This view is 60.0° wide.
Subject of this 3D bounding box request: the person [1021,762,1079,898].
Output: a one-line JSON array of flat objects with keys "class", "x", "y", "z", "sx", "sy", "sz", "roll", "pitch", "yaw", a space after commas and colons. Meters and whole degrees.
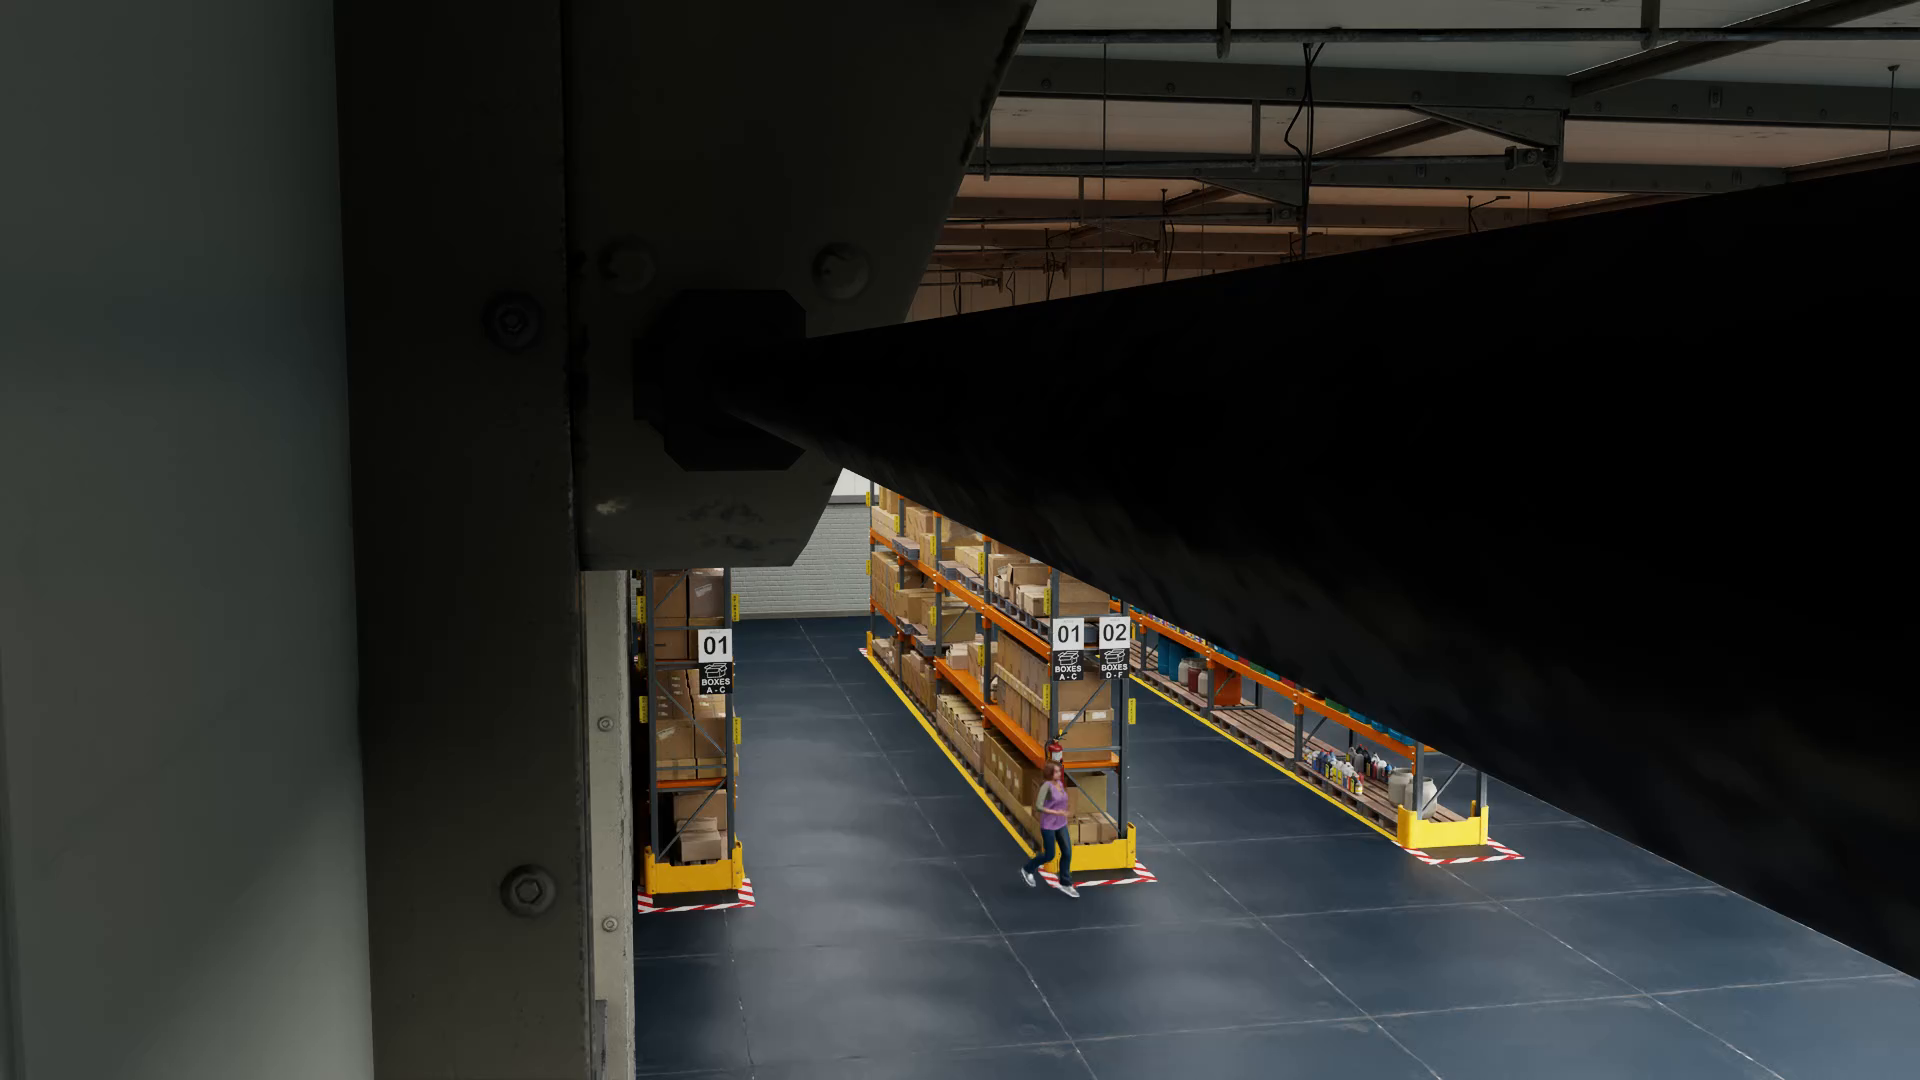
[{"class": "person", "x": 1.092, "y": 3.453, "z": 19.942, "sx": 0.775, "sy": 1.604, "sz": 0.549, "roll": 5, "pitch": 8, "yaw": 39}]
